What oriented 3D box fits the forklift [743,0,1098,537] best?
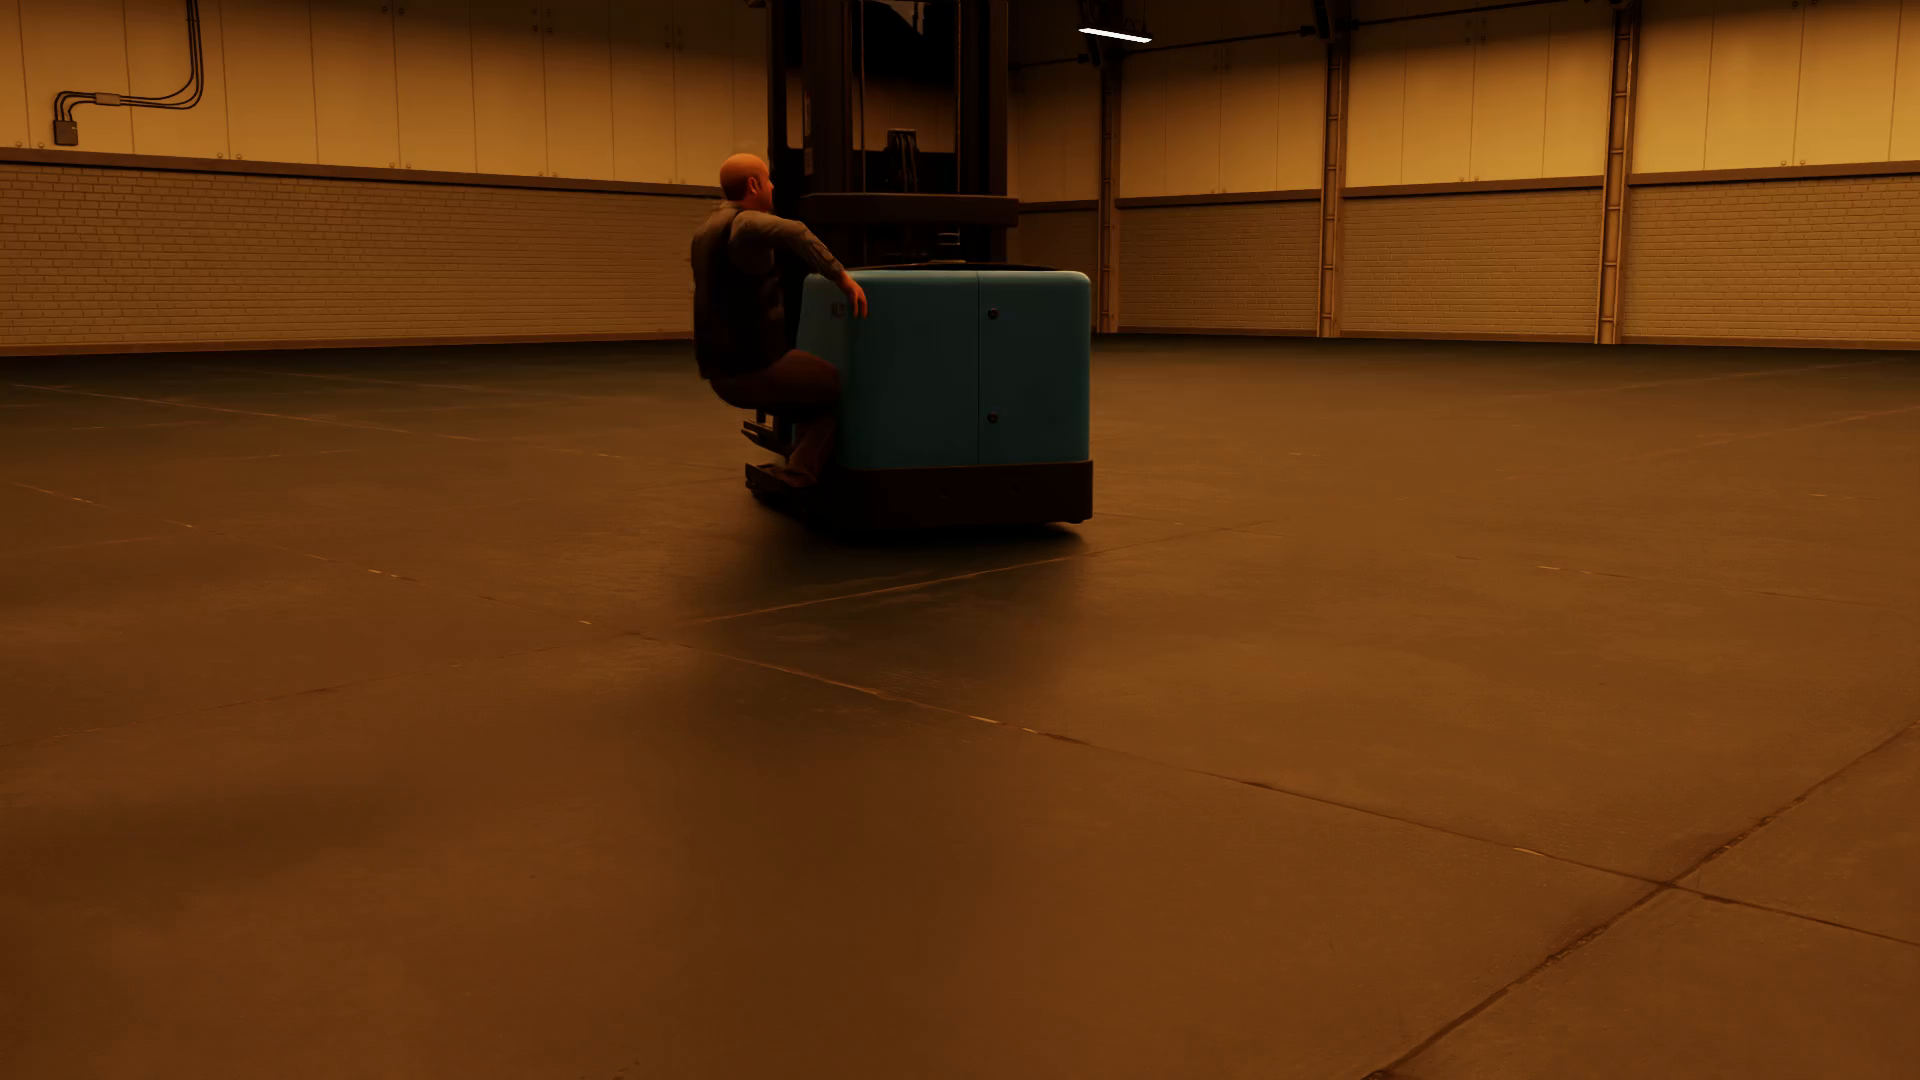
[{"bbox_3d":[-0.396,-1.643,7.784,1.130,2.935,3.031,-3,9,-19],"label":"forklift"}]

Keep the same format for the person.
[{"bbox_3d":[-0.643,-0.750,6.718,1.018,1.494,0.869,8,12,44],"label":"person"}]
